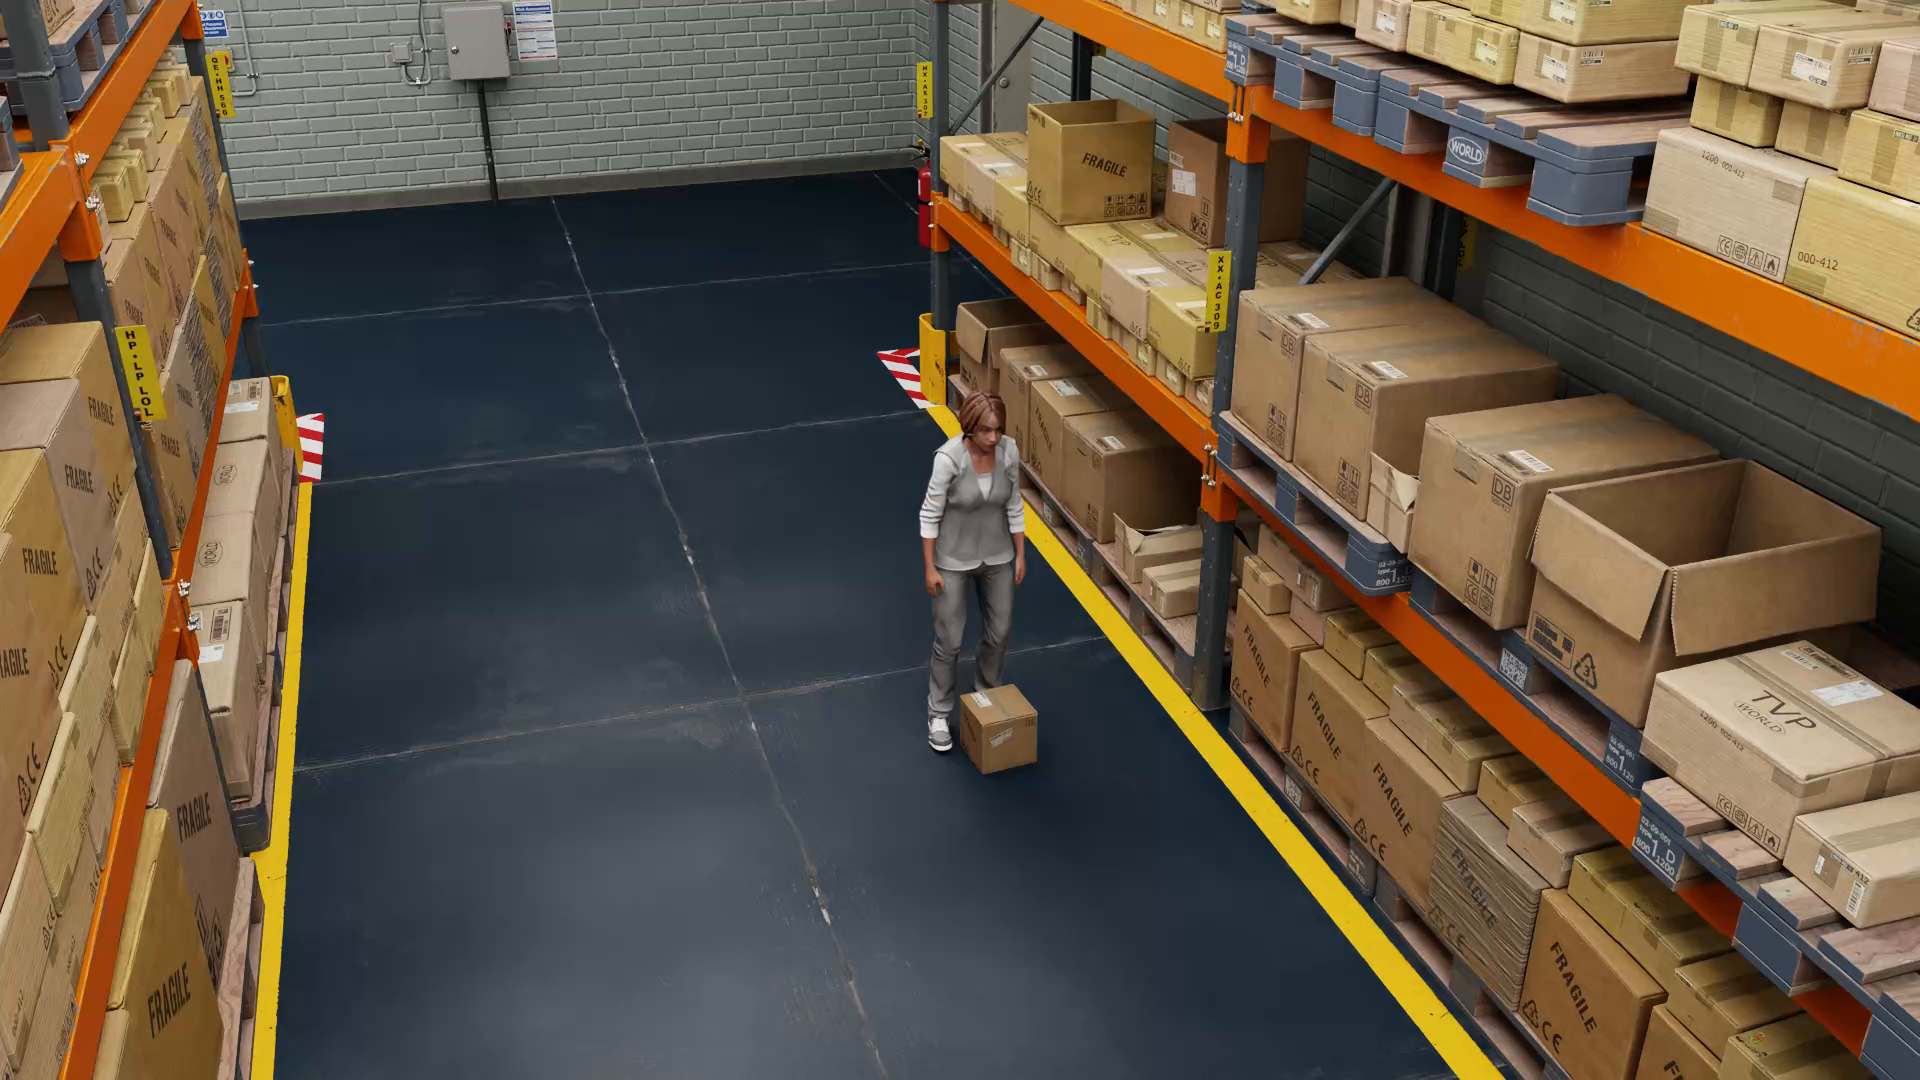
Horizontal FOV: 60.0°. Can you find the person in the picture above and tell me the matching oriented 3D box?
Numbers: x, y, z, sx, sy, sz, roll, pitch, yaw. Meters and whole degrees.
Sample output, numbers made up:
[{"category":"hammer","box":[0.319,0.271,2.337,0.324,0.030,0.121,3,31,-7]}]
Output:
[{"category":"person","box":[0.059,0.104,6.920,0.467,1.593,0.349,-10,28,-19]}]
